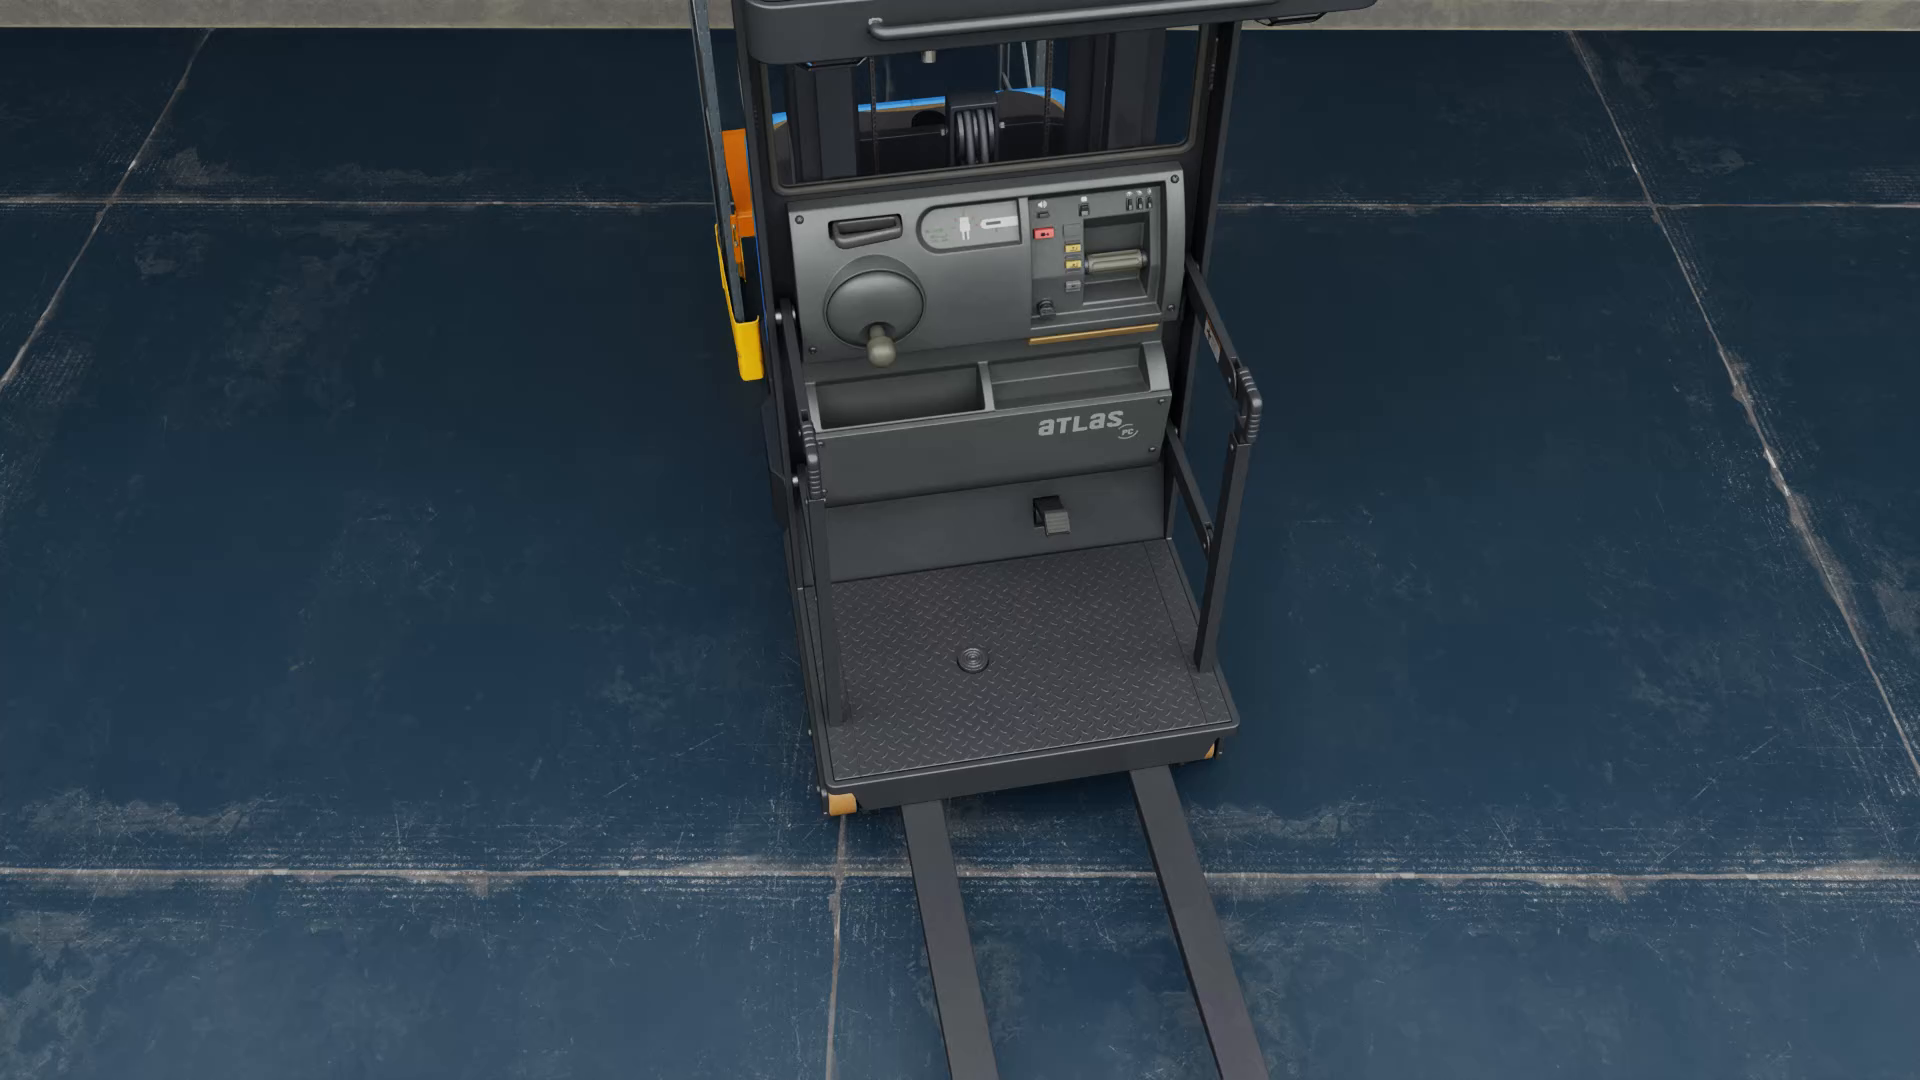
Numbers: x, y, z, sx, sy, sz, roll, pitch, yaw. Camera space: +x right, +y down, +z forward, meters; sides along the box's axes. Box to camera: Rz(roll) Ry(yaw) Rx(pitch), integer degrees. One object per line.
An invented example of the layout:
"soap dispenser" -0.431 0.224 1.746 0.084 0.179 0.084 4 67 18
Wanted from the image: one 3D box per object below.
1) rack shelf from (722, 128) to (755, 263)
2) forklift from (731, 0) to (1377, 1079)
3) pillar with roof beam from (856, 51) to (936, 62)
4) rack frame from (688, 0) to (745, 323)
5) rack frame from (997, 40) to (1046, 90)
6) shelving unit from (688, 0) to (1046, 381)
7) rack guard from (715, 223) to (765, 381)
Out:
"rack shelf" -0.300 -1.231 5.617 1.000 0.185 0.538 -9 48 -8
"forklift" 0.113 -0.545 3.755 1.130 2.935 3.031 -8 48 -7
"pillar with roof beam" -0.321 -2.089 1.047 0.400 9.000 9.100 0 47 0
"rack frame" -0.797 -1.274 5.411 0.032 1.500 0.500 -9 48 -8
"rack frame" 0.196 -1.434 5.560 0.032 1.500 0.500 -9 48 -8
"shelving unit" -0.291 -1.356 5.487 1.083 1.500 0.587 -9 48 -8
"rack guard" -0.778 -0.851 5.870 0.087 0.250 0.587 -9 48 -8
